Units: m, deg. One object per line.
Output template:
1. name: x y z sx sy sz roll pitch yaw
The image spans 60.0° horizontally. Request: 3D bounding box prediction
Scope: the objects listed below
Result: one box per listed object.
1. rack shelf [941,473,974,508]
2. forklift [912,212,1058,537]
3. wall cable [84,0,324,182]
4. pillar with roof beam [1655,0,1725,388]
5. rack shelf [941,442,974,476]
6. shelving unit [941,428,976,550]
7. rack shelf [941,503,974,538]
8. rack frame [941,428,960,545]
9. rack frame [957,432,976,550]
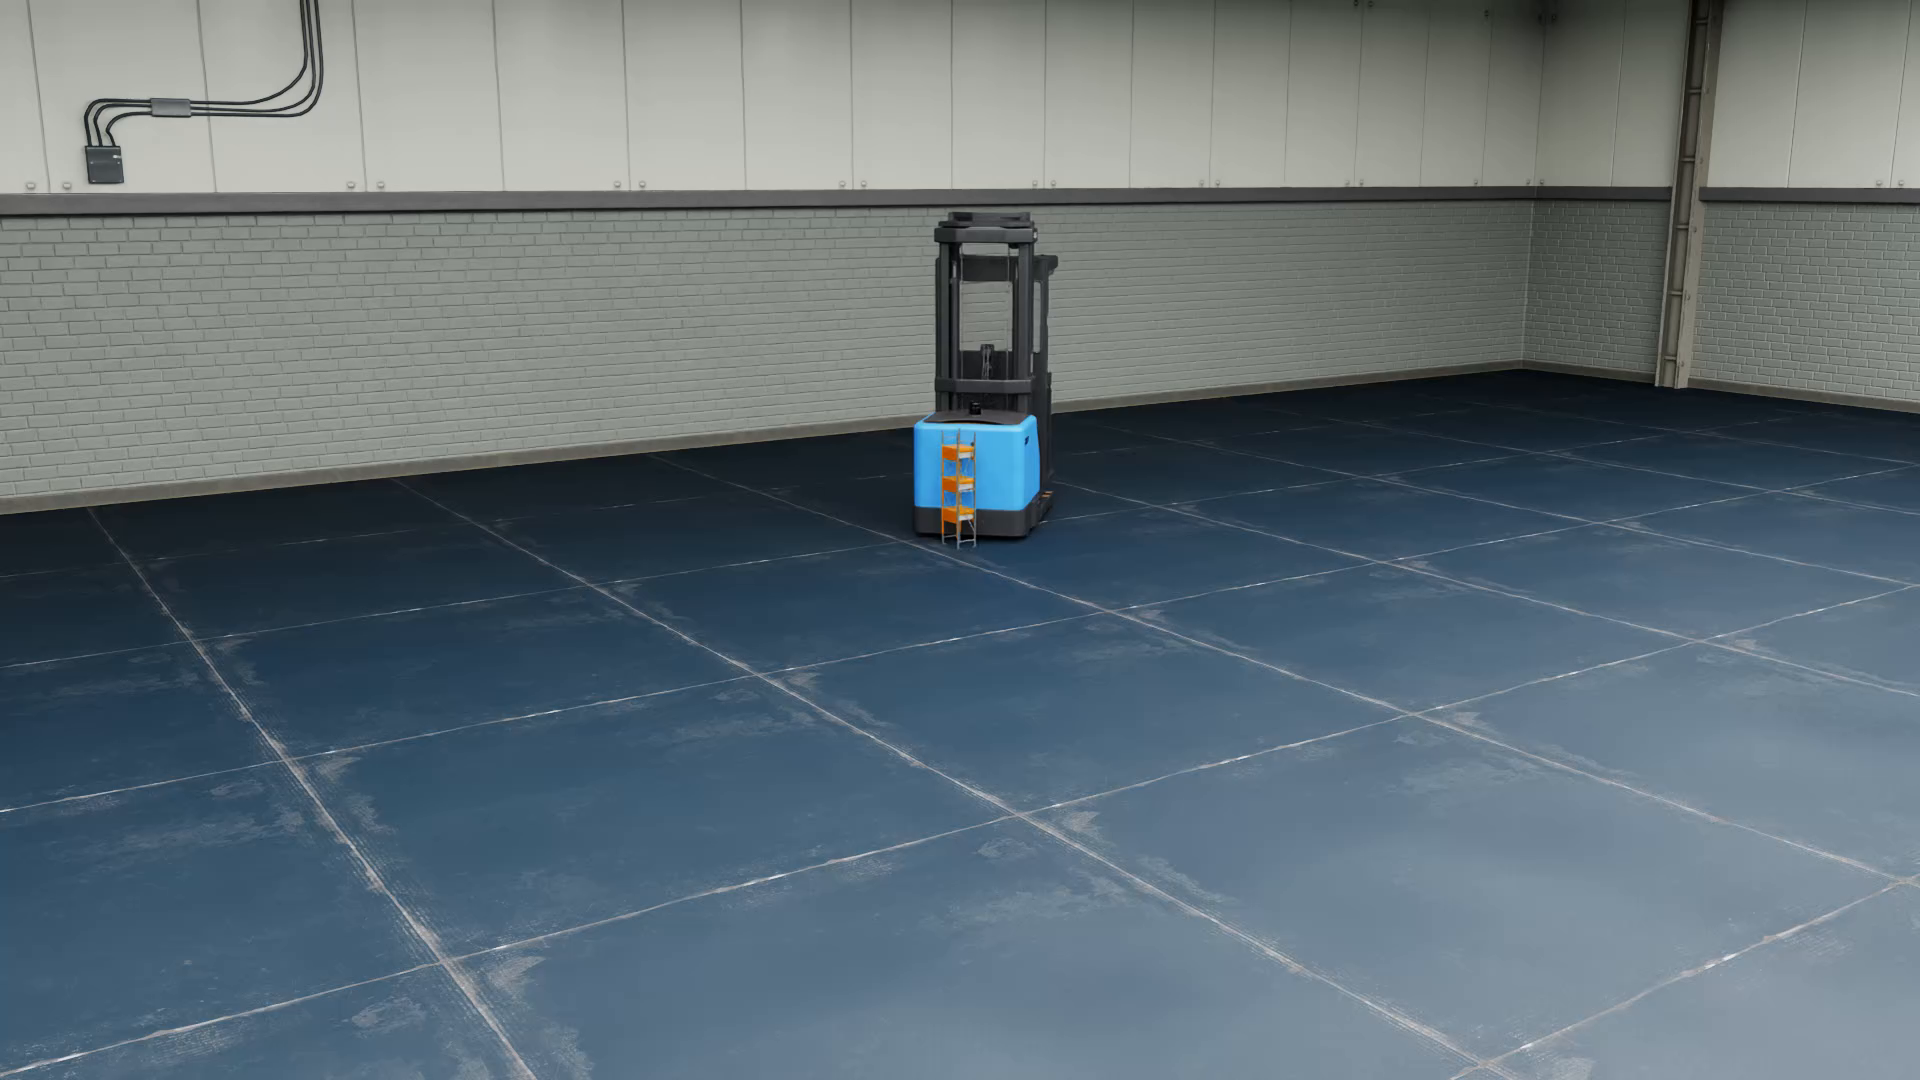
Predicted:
1. rack shelf: -0.012 -0.445 14.875 0.215 0.259 0.240 -8 15 -33
2. forklift: 0.351 -1.727 16.284 1.130 2.935 3.031 2 13 11
3. wall cable: -7.555 -6.565 16.247 2.305 6.003 0.169 -8 15 -33
4. pillar with roof beam: 7.704 -6.321 23.092 9.100 9.000 0.400 -8 15 -33
5. rack shelf: -0.012 -0.722 14.814 0.215 0.259 0.240 -8 15 -33
6. shelving unit: -0.012 -0.455 14.873 0.215 1.050 0.252 -8 15 -33
7. rack shelf: -0.012 -0.173 14.934 0.215 0.259 0.240 -8 15 -33
8. rack frame: -0.081 -0.476 14.971 0.200 1.050 0.008 -8 15 -33
9. rack frame: 0.057 -0.433 14.774 0.200 1.050 0.008 -8 15 -33
